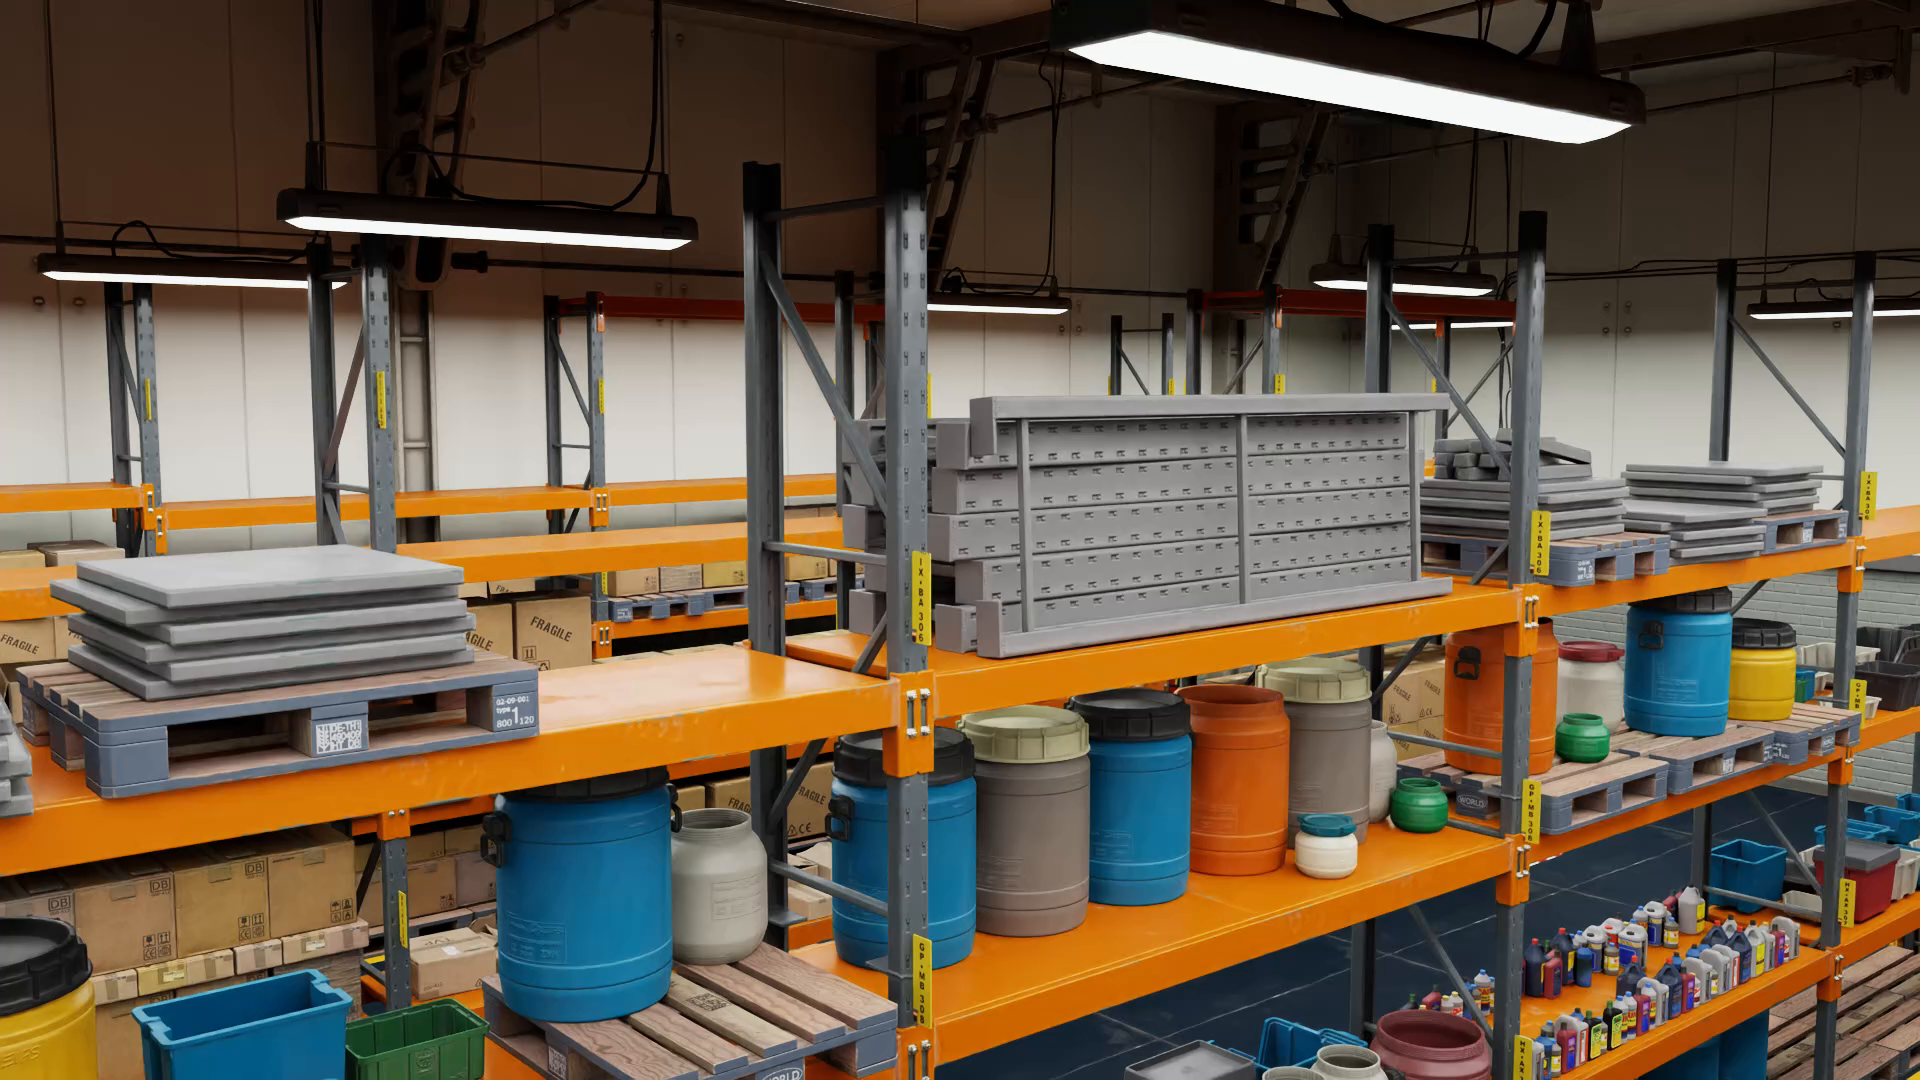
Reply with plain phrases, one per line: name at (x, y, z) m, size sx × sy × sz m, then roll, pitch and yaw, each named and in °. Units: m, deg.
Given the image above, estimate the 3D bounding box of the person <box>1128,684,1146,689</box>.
person at (2.149, 2.440, 19.530) m, size 0.971 × 1.672 × 0.535 m, roll -5°, pitch 8°, yaw -43°
